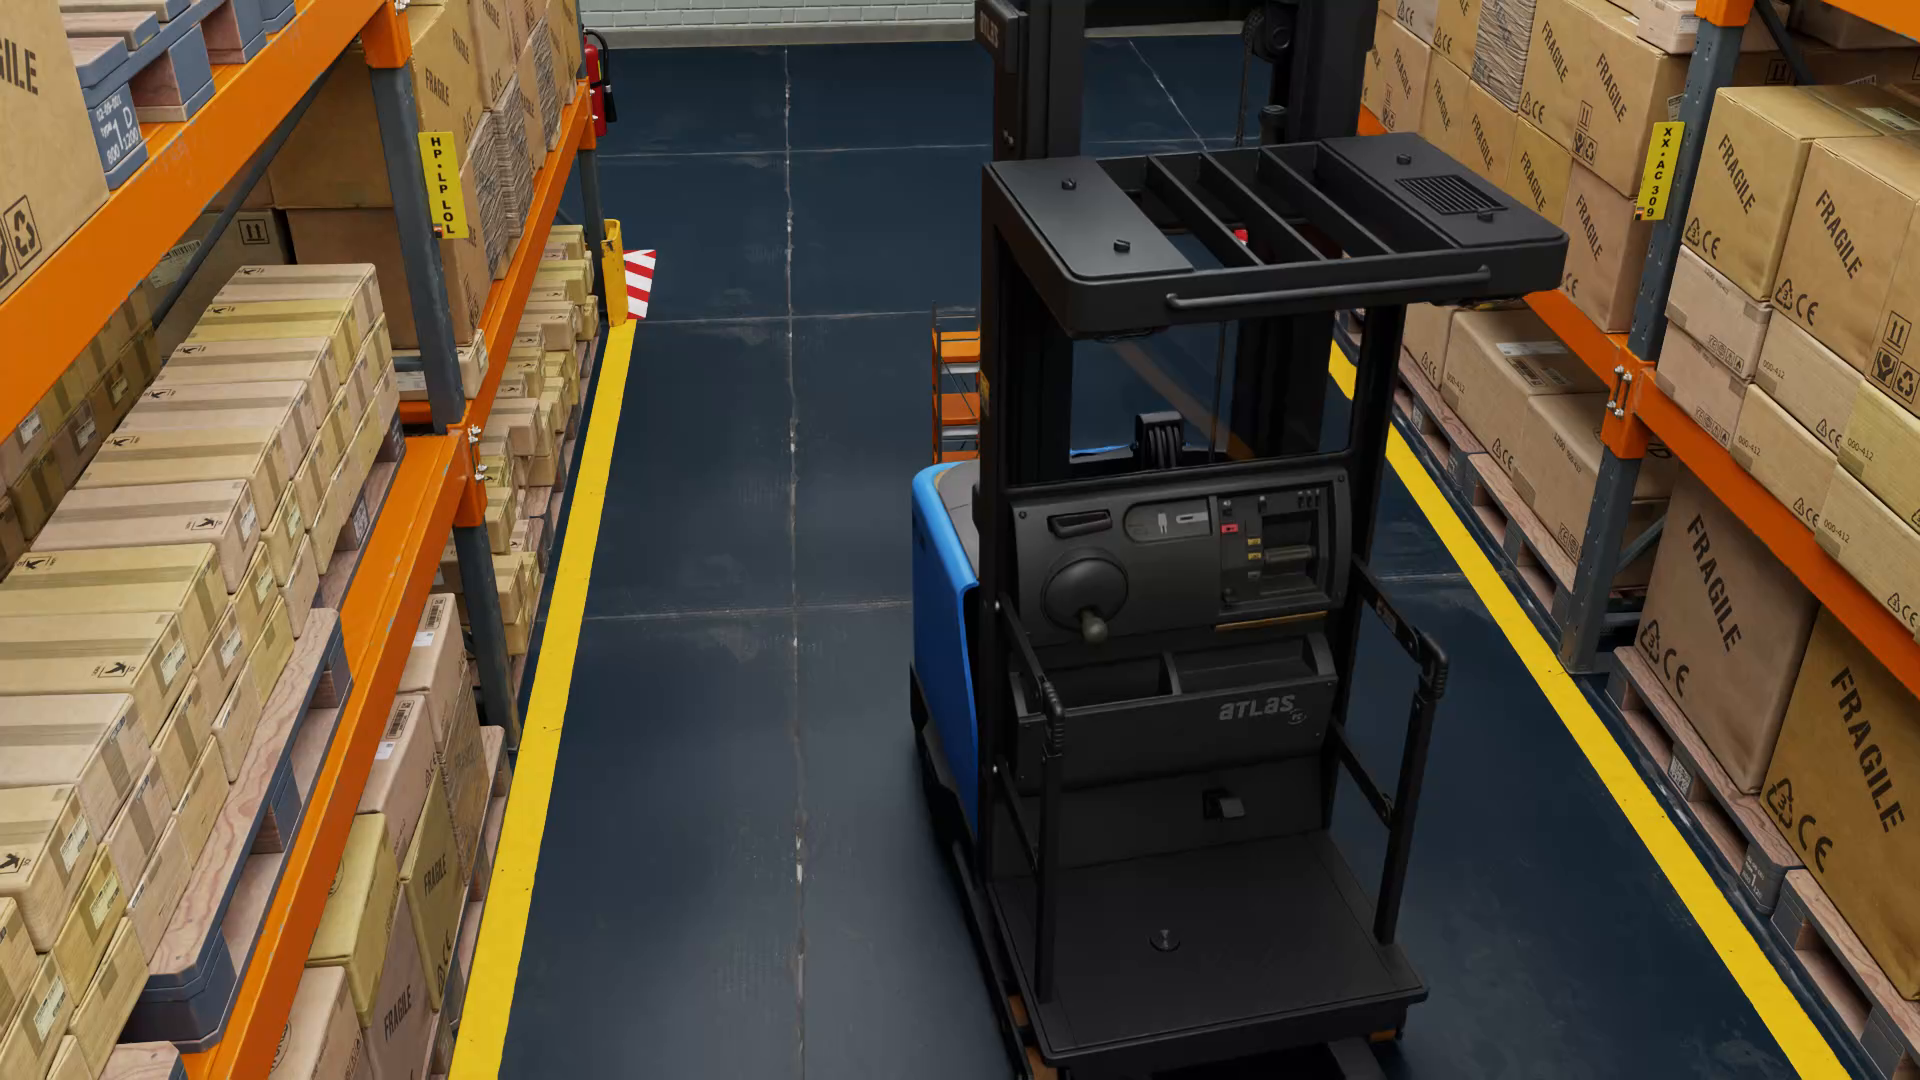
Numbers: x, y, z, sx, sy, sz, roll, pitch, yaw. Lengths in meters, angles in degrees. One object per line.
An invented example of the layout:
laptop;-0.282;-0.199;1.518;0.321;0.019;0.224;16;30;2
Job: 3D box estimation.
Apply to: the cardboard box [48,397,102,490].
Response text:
cardboard box;-2.463;-0.244;4.278;0.380;0.149;0.250;-2;31;-3

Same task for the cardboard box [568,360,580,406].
cardboard box;-2.024;-0.752;7.955;0.380;0.149;0.250;-4;31;-7

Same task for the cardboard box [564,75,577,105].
cardboard box;-2.155;-2.312;8.441;0.380;0.149;0.250;-3;31;-5

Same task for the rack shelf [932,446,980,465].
rack shelf;-0.005;-0.230;7.174;0.215;0.259;0.240;-3;31;-5

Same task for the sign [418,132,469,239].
sign;-1.541;-1.056;4.964;0.100;0.325;0.005;-3;31;-5

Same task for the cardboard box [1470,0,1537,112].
cardboard box;2.411;-2.038;6.664;0.500;0.500;0.500;-2;31;-4

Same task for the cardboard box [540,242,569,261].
cardboard box;-2.199;-1.395;8.451;0.380;0.149;0.250;-2;31;-4

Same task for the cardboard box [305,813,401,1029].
cardboard box;-1.673;0.941;4.047;0.500;0.250;0.500;-4;31;-7

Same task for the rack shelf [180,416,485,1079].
rack shelf;-1.906;0.799;3.688;1.077;0.370;4.000;-3;31;-5

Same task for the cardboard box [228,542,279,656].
cardboard box;-1.732;0.136;3.643;0.380;0.149;0.250;-3;31;-4

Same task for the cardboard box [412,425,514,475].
cardboard box;-2.005;-0.330;6.669;0.380;0.149;0.250;-4;31;-6

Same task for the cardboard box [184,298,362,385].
cardboard box;-1.835;-0.526;4.460;0.380;0.149;0.250;-4;31;-6

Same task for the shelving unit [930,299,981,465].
shelving unit;-0.005;-0.478;7.027;0.215;1.050;0.252;-3;31;-5

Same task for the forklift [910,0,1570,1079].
forklift;0.646;0.094;4.234;1.130;2.935;3.031;-7;31;-11

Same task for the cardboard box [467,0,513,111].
cardboard box;-1.972;-1.895;6.135;0.500;0.500;0.500;-2;31;-4

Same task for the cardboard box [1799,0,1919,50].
cardboard box;3.055;-1.744;5.539;0.380;0.149;0.250;-3;31;-5

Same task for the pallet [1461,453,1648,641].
pallet;2.833;-0.014;7.068;1.003;0.211;1.213;-3;31;-5

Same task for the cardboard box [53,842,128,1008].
cardboard box;-1.644;0.652;2.779;0.380;0.149;0.250;-3;31;-4

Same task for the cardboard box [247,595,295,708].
cardboard box;-1.734;0.255;3.733;0.380;0.149;0.250;-1;31;-2

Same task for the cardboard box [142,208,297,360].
cardboard box;-2.419;-0.935;5.502;0.500;0.500;0.500;-3;31;-5

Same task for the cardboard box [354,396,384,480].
cardboard box;-1.834;-0.277;4.624;0.380;0.149;0.250;-3;31;-4

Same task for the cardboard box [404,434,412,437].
cardboard box;-2.493;-0.433;7.131;0.380;0.149;0.250;-4;31;-7

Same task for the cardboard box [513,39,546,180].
cardboard box;-2.032;-1.750;6.867;0.500;0.500;0.500;-1;31;-2

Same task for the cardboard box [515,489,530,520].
cardboard box;-1.980;-0.076;6.822;0.380;0.149;0.250;-3;31;-6

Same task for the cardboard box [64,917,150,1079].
cardboard box;-1.637;0.789;2.840;0.380;0.149;0.250;-1;31;-2

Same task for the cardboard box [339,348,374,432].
cardboard box;-1.833;-0.403;4.544;0.380;0.149;0.250;-3;31;-4

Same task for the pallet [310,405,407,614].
pallet;-2.166;-0.051;4.597;1.003;0.211;1.213;-3;31;-5

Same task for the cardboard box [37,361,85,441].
cardboard box;-2.461;-0.362;4.187;0.380;0.149;0.250;-2;31;-4

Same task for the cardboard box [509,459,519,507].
cardboard box;-2.002;-0.201;6.741;0.380;0.149;0.250;-4;31;-7

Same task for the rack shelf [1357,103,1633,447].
rack shelf;2.639;-1.532;7.591;1.077;0.370;4.000;-3;31;-5

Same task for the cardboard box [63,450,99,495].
cardboard box;-2.463;-0.111;4.346;0.380;0.149;0.250;-3;31;-4

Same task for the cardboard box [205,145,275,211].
cardboard box;-2.406;-1.358;5.235;0.500;0.500;0.500;-4;31;-6

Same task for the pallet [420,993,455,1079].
pallet;-1.902;1.688;4.218;1.003;0.211;1.213;-3;31;-5

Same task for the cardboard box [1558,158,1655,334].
cardboard box;2.528;-1.087;6.047;0.500;0.500;0.500;-2;31;-4

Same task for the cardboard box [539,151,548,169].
cardboard box;-2.088;-1.791;7.568;0.380;0.149;0.250;-4;31;-7

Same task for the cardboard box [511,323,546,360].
cardboard box;-2.092;-0.860;7.555;0.380;0.149;0.250;-4;31;-6

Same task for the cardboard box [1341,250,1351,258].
cardboard box;2.614;-1.610;9.109;0.875;0.438;0.875;-4;31;-6

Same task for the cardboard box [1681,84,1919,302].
cardboard box;2.581;-1.053;5.015;0.500;0.500;0.500;-2;31;-4

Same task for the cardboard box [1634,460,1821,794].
cardboard box;2.964;0.225;5.610;0.875;0.875;0.875;-2;31;-3

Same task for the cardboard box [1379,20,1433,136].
cardboard box;2.316;-2.128;7.790;0.500;0.500;0.500;-3;31;-5

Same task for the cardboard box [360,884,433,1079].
cardboard box;-1.682;1.252;4.257;0.500;0.500;0.500;-3;31;-6

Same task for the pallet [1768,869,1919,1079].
pallet;3.090;1.392;4.713;1.003;0.211;1.213;-3;31;-5

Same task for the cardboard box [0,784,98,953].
cardboard box;-1.640;0.541;2.675;0.380;0.149;0.250;-4;31;-7

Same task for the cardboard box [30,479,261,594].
cardboard box;-1.740;0.003;3.576;0.380;0.149;0.250;-4;31;-7

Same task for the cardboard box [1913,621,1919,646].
cardboard box;2.724;0.265;4.028;0.500;0.250;0.500;-3;31;-5

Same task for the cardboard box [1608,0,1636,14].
cardboard box;2.550;-1.980;5.934;0.380;0.149;0.250;-3;31;-5

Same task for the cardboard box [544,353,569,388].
cardboard box;-2.016;-0.740;7.645;0.380;0.149;0.250;-1;31;-2

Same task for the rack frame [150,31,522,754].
rack frame;-2.093;-0.531;5.213;1.000;3.000;0.127;-3;31;-5
